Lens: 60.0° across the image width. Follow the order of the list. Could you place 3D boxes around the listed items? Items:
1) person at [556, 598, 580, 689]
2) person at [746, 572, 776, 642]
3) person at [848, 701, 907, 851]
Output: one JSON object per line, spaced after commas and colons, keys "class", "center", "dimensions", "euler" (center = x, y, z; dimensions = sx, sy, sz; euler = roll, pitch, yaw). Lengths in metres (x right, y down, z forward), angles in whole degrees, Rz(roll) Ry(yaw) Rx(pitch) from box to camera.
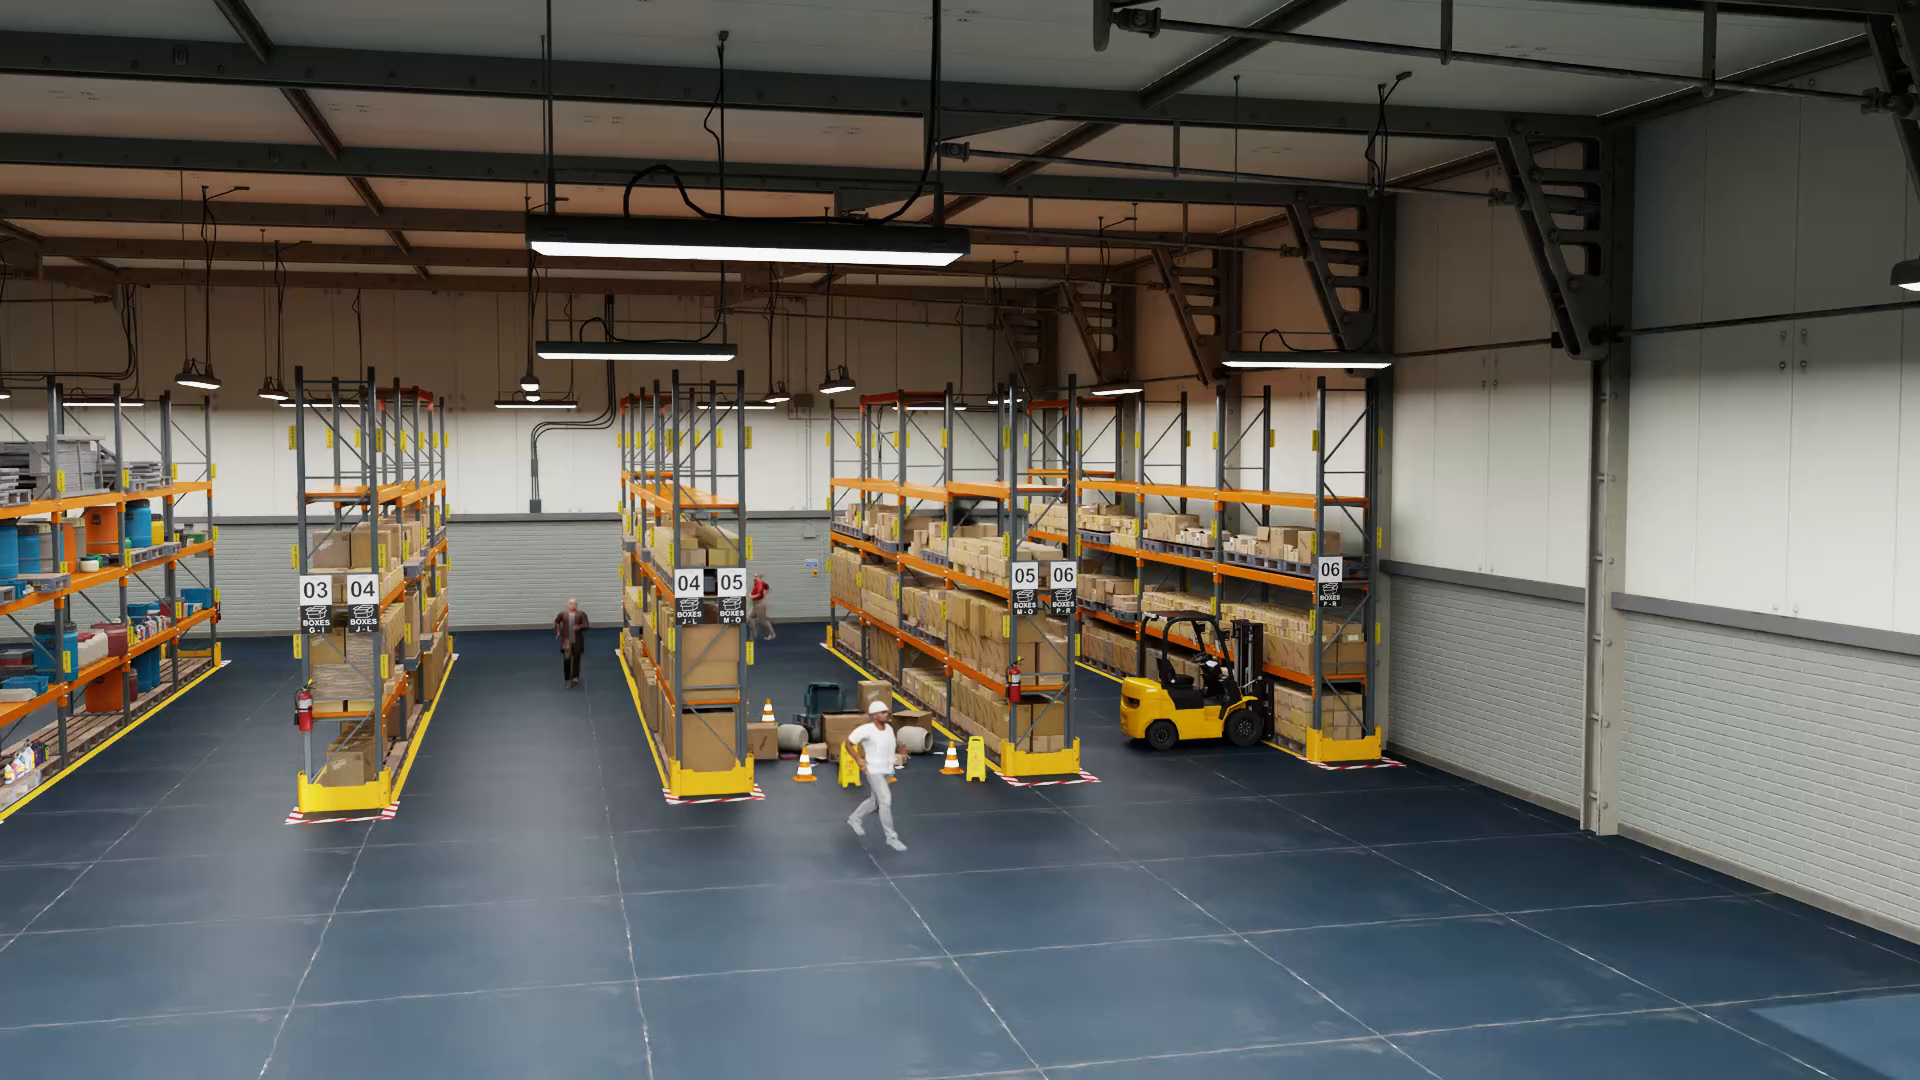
{"class": "person", "center": [-7.882, 2.105, 33.794], "dimensions": [0.644, 1.843, 0.820], "euler": [-1, 4, -15]}
{"class": "person", "center": [-4.931, 1.690, 41.222], "dimensions": [0.714, 1.778, 0.654], "euler": [-1, 3, -12]}
{"class": "person", "center": [-1.010, 2.878, 20.542], "dimensions": [0.956, 1.792, 0.667], "euler": [2, 4, 32]}
